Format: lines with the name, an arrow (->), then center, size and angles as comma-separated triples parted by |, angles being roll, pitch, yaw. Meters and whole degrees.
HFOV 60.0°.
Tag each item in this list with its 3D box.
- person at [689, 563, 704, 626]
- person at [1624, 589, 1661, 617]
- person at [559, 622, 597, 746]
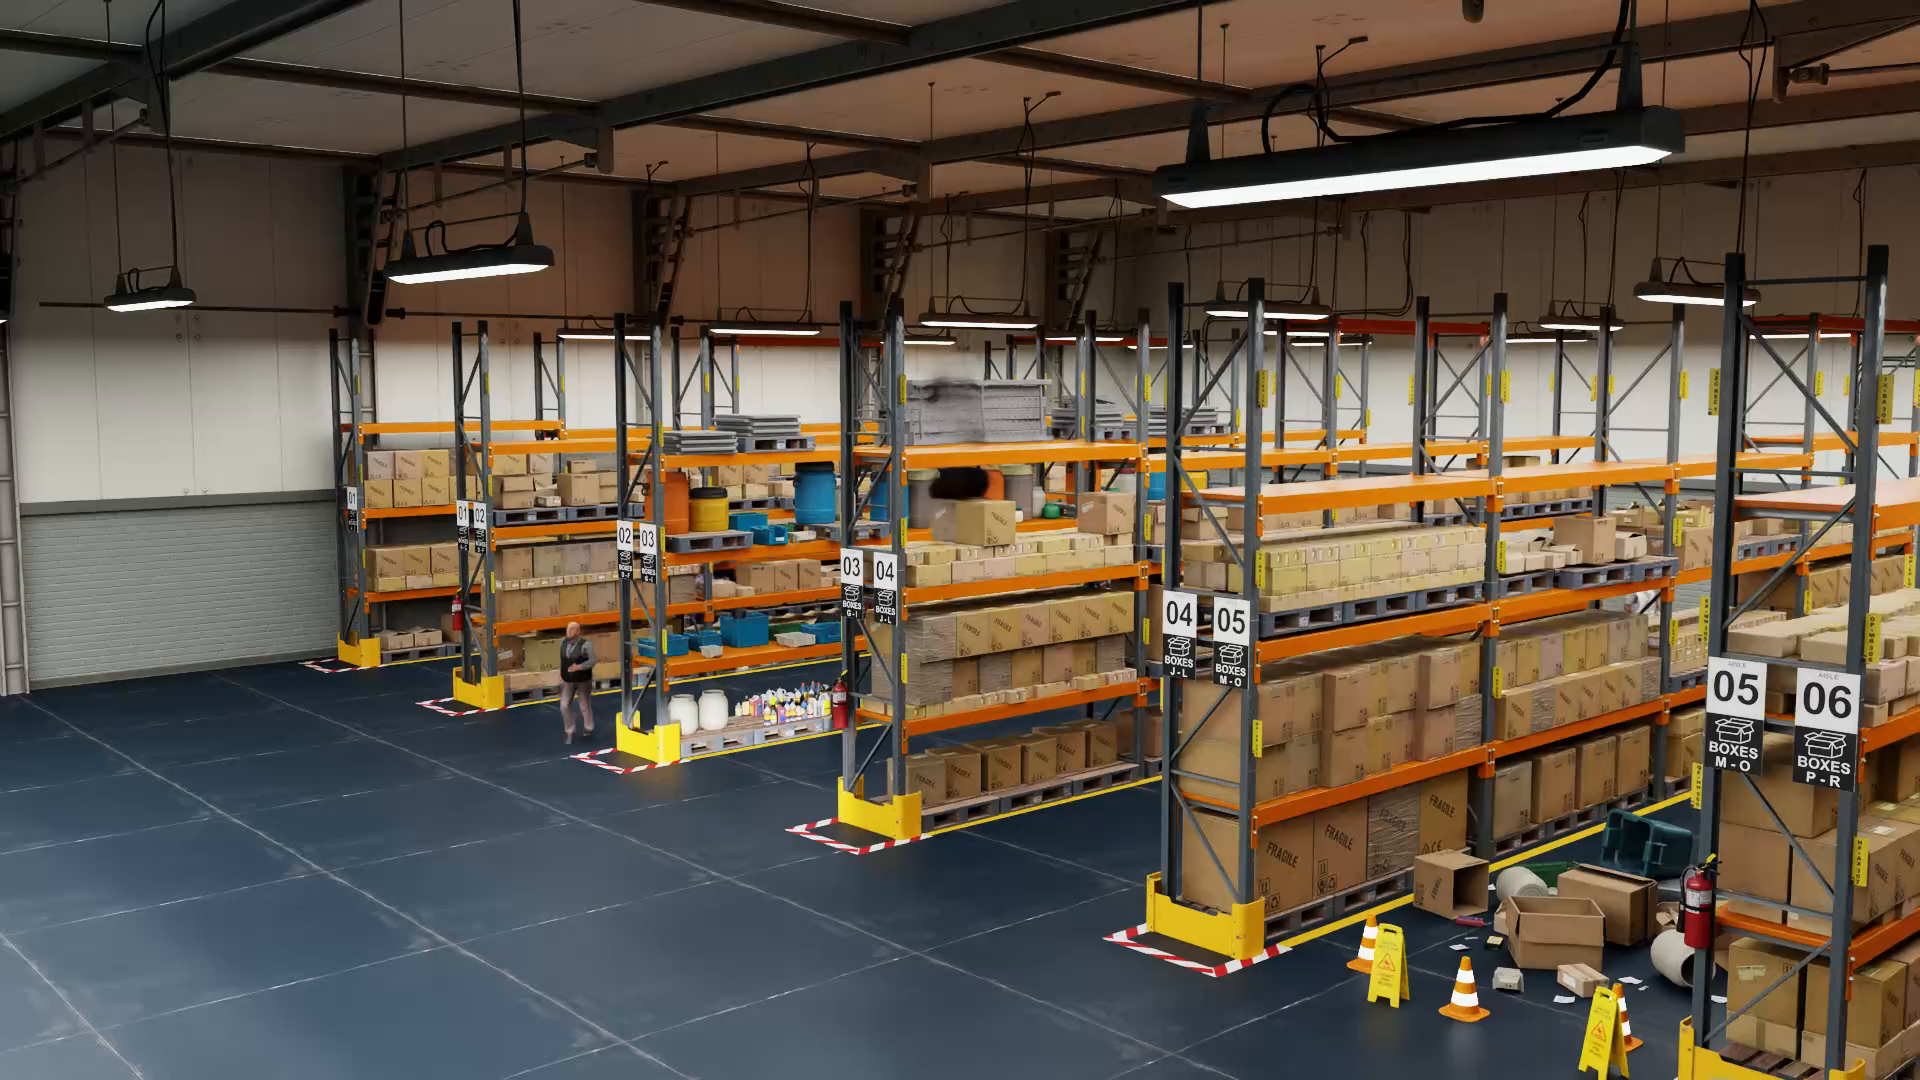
person -> -5.007, 1.229, 31.704 | 0.577, 1.609, 0.592 | -5, 8, -42
person -> 12.050, 1.408, 29.392 | 0.721, 1.727, 0.675 | -1, 6, -14
person -> -5.362, 2.020, 23.344 | 0.637, 1.771, 0.783 | 1, 6, 13
